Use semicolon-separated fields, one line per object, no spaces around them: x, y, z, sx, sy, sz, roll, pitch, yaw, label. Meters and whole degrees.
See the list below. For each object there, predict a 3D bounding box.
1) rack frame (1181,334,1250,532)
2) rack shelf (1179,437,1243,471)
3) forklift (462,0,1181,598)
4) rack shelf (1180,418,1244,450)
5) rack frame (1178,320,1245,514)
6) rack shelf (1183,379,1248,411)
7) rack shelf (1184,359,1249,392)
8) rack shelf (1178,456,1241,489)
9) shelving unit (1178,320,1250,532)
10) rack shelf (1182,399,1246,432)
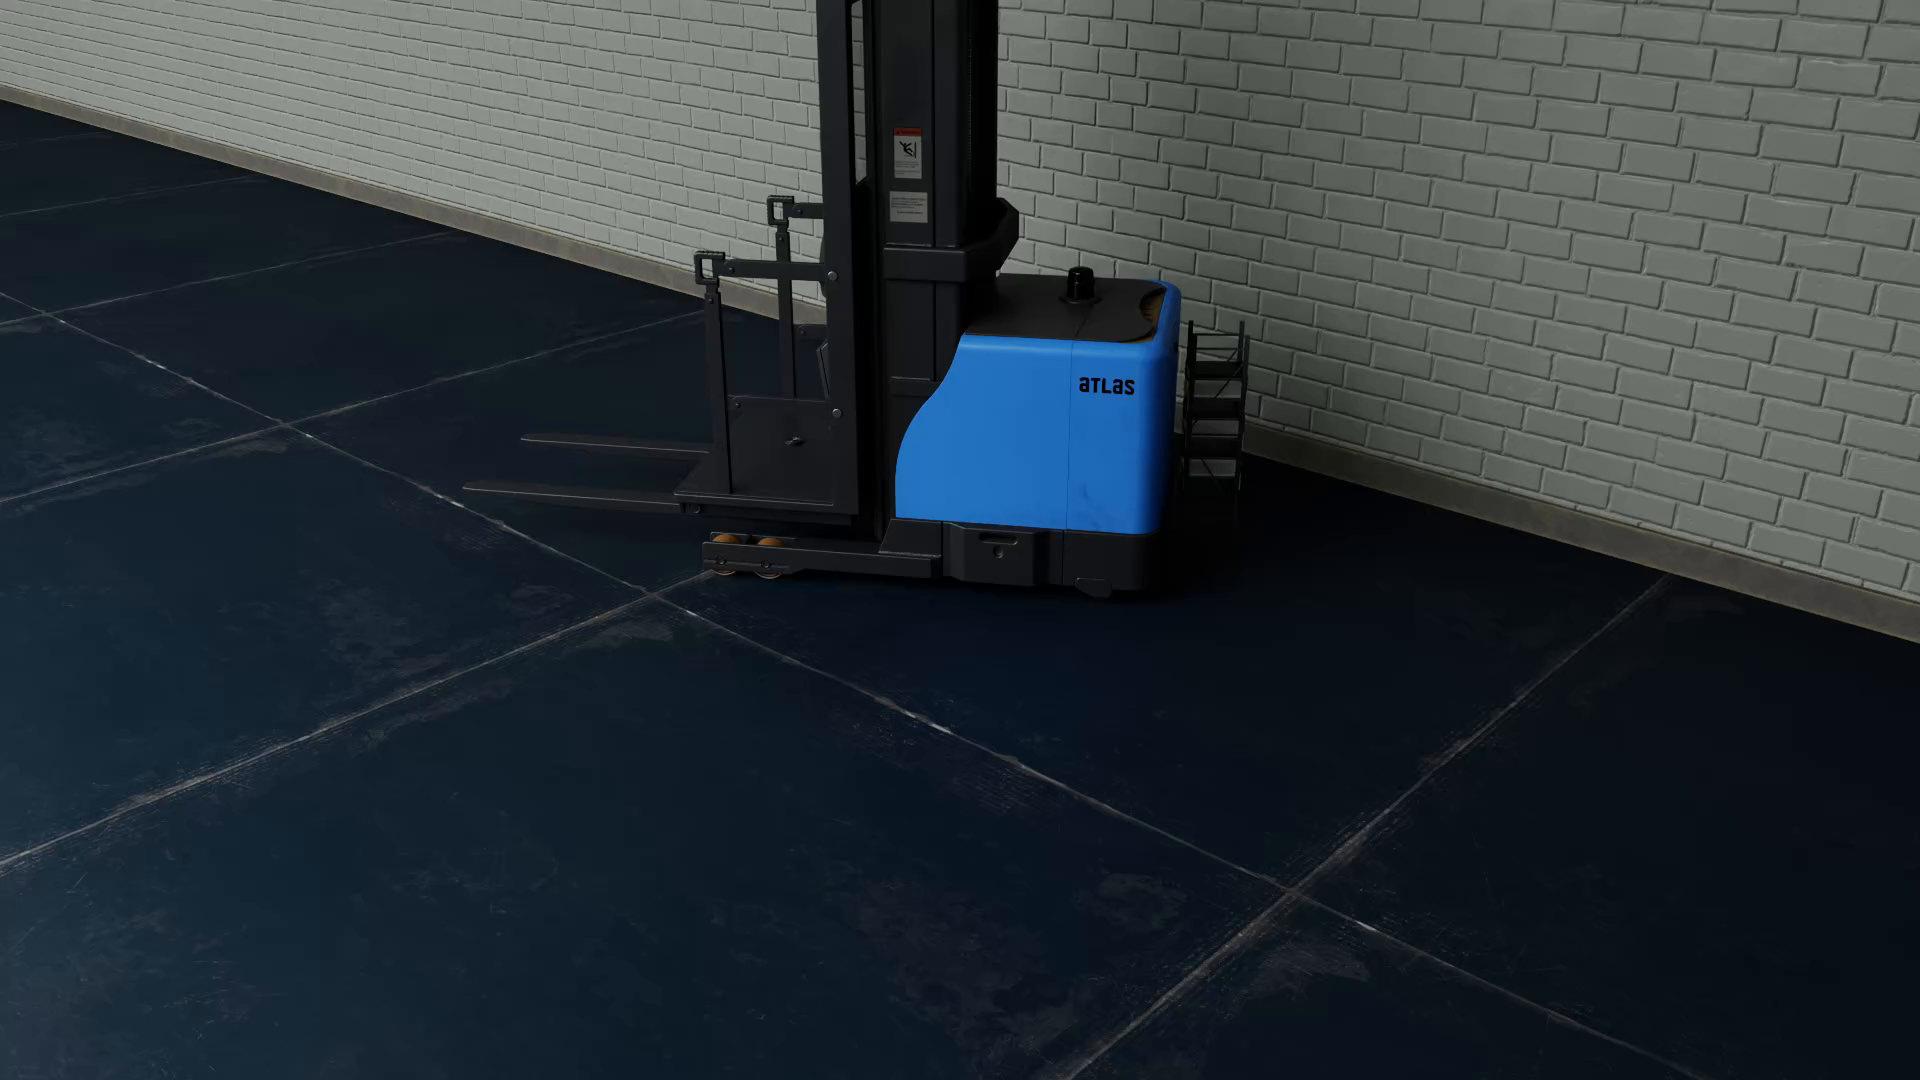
1.096;-0.450;7.154;0.240;0.900;0.006;1;24;2;rack frame
1.100;-0.379;7.297;0.258;0.077;0.200;1;24;2;rack shelf
-0.613;-1.383;6.752;3.031;2.935;1.130;4;25;9;forklift
1.100;-0.461;7.260;0.258;0.077;0.200;1;24;2;rack shelf
1.105;-0.533;7.339;0.240;0.900;0.006;1;24;2;rack frame
1.100;-0.625;7.186;0.258;0.077;0.200;1;24;2;rack shelf
1.100;-0.708;7.150;0.258;0.077;0.200;1;24;2;rack shelf
1.100;-0.297;7.334;0.258;0.077;0.200;1;24;2;rack shelf
1.100;-0.492;7.246;0.258;0.900;0.210;1;24;2;shelving unit
1.100;-0.543;7.223;0.258;0.077;0.200;1;24;2;rack shelf
